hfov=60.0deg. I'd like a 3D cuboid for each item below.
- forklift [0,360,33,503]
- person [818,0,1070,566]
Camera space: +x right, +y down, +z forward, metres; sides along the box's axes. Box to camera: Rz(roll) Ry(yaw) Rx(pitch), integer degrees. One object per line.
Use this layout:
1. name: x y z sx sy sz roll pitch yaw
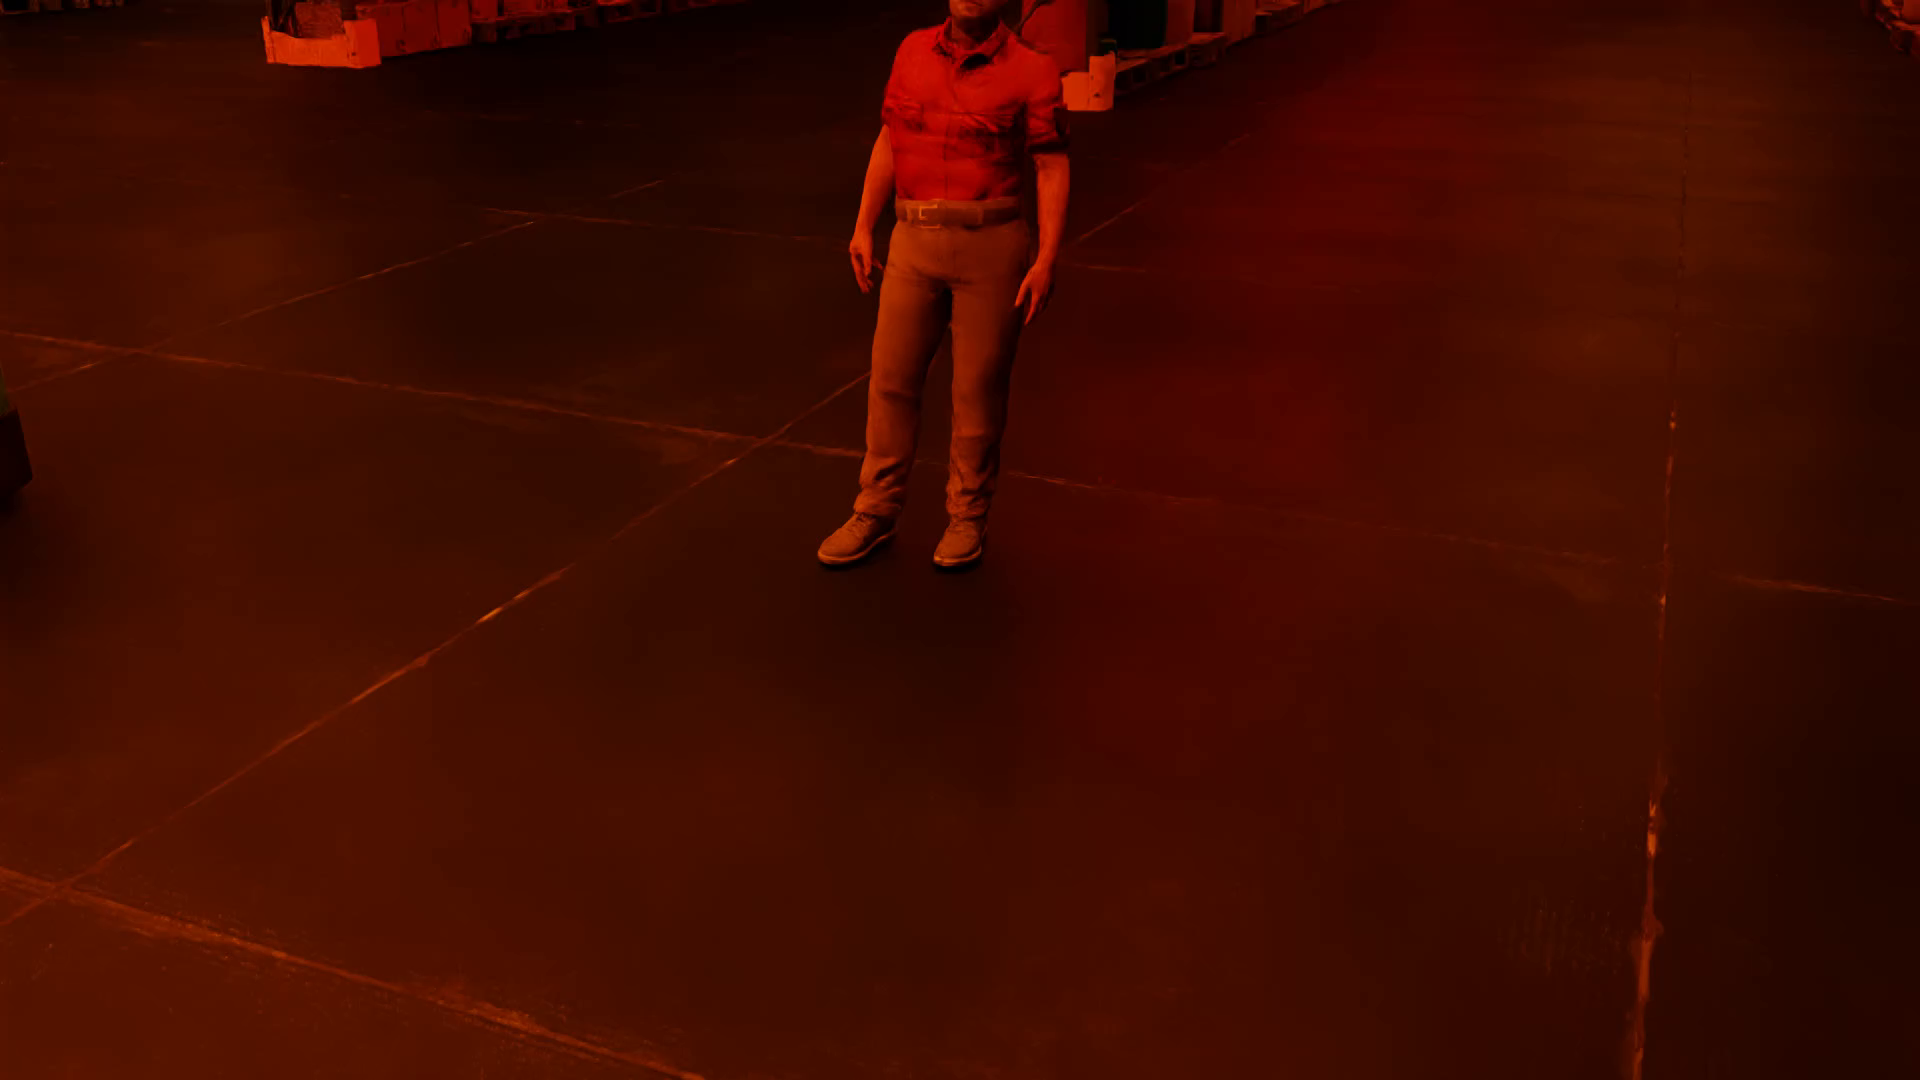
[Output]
1. forklift: -4.497 -1.293 4.385 3.031 2.935 1.130 -1 23 -2
2. person: -0.045 -0.774 4.684 0.640 1.727 0.550 9 24 21
